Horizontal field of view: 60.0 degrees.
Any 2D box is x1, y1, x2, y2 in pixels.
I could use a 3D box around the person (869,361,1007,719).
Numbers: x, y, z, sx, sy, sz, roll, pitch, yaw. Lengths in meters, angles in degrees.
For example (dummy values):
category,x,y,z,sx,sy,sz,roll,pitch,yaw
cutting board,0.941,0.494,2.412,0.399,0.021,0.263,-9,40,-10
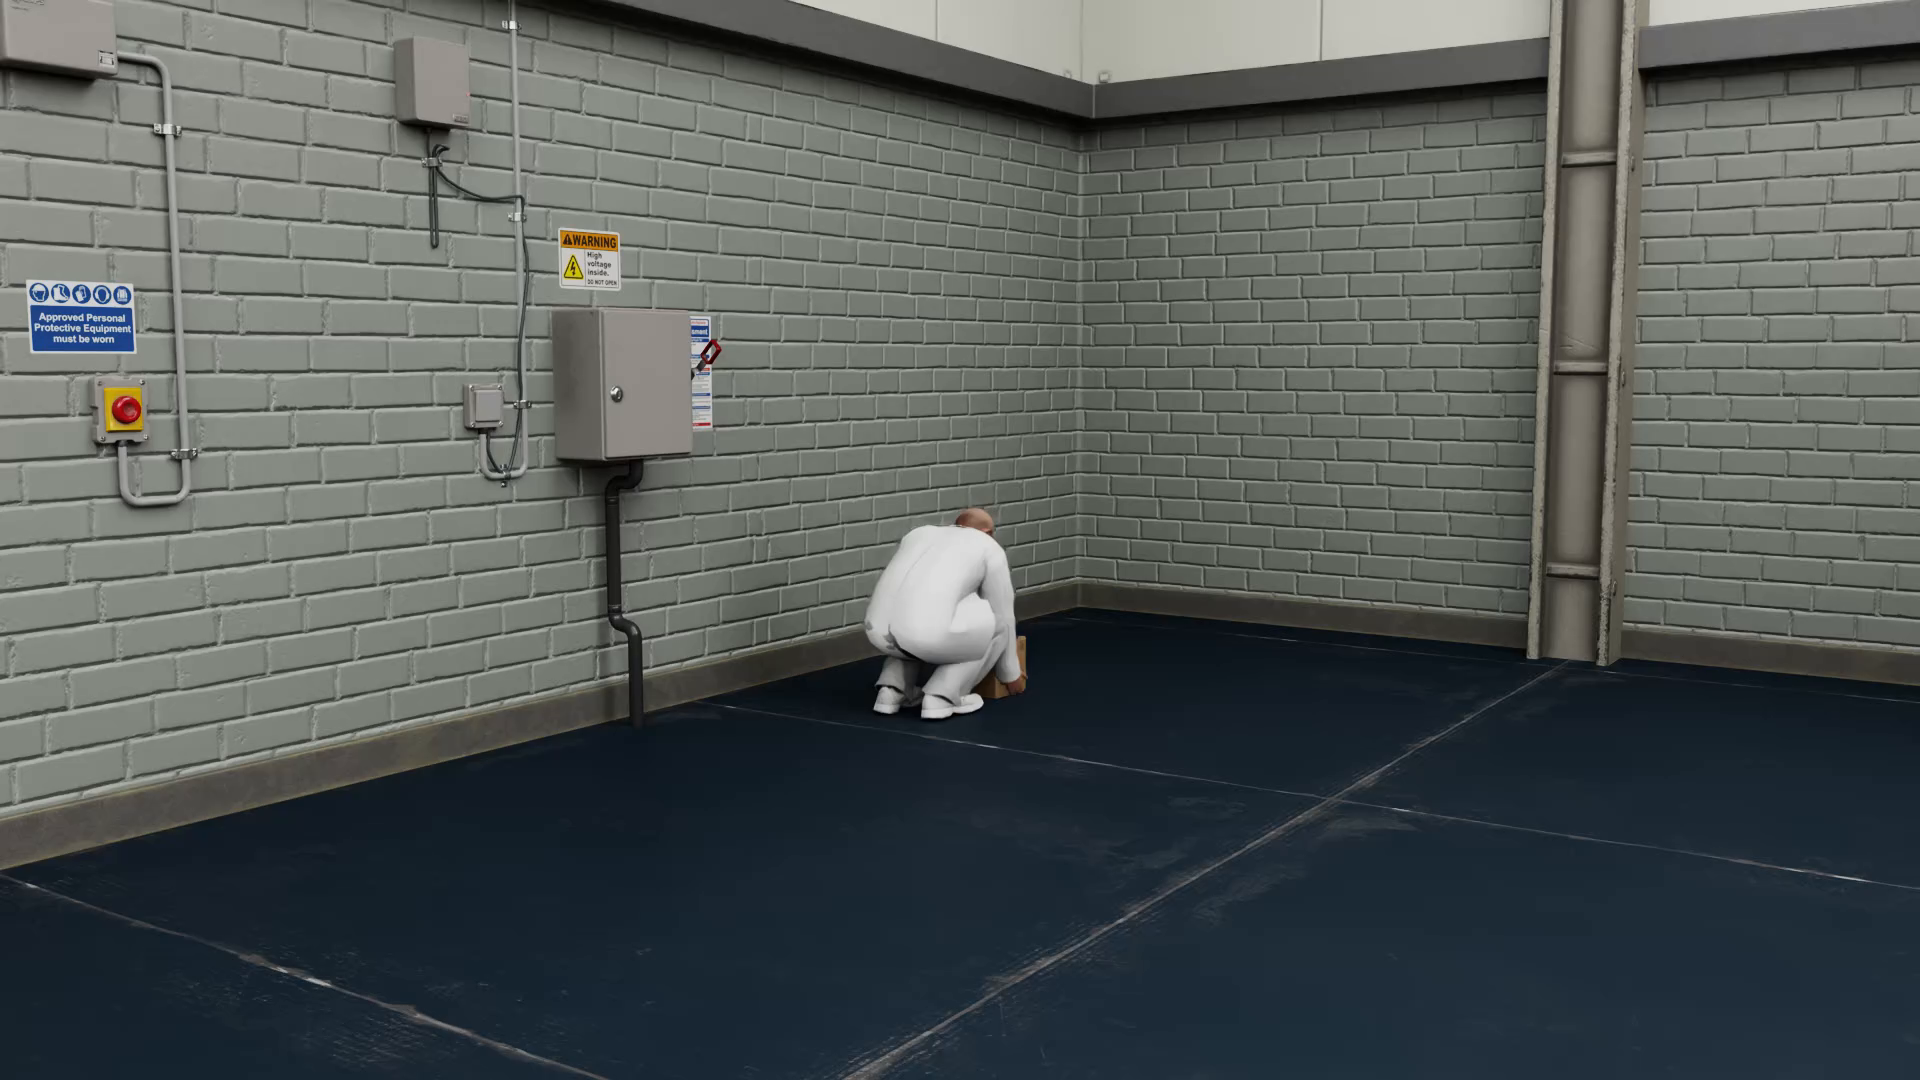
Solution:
category,x,y,z,sx,sy,sz,roll,pitch,yaw
person,-0.052,-0.014,7.247,0.549,1.492,0.815,4,7,32
